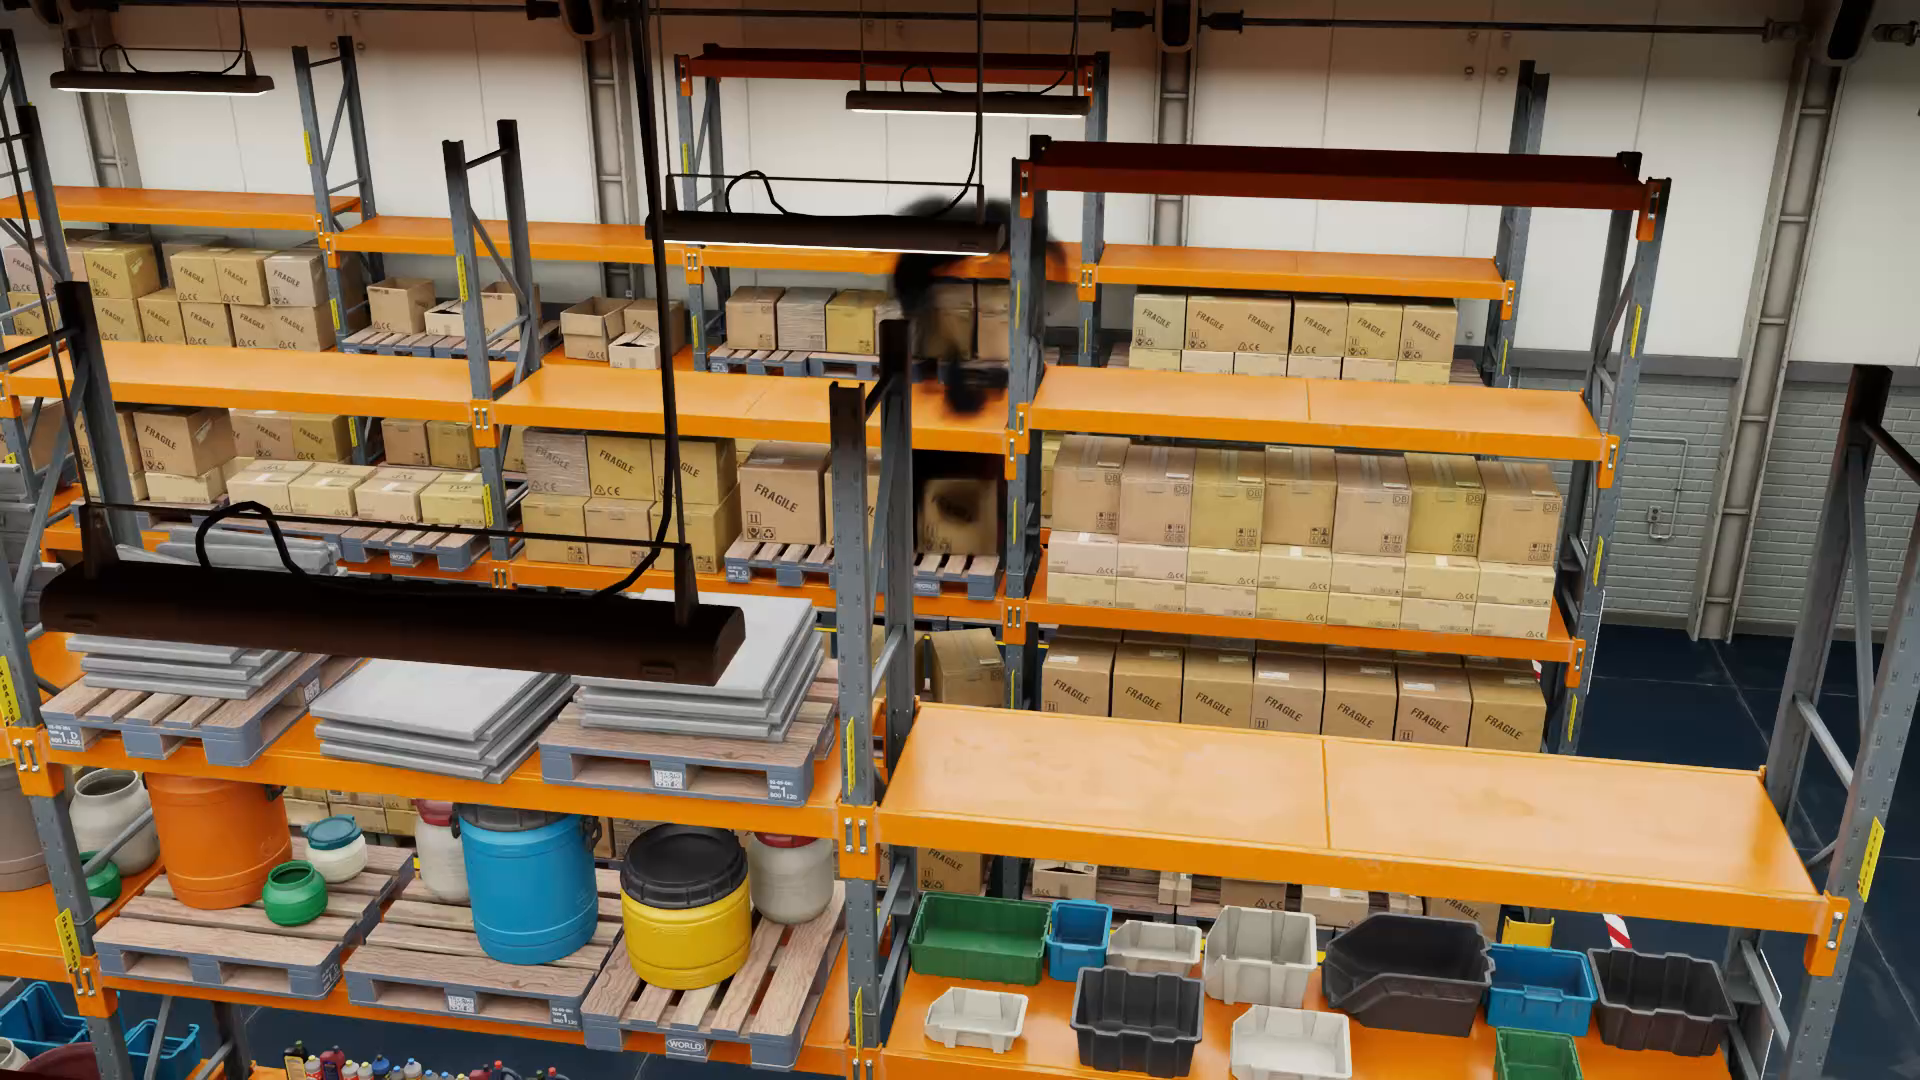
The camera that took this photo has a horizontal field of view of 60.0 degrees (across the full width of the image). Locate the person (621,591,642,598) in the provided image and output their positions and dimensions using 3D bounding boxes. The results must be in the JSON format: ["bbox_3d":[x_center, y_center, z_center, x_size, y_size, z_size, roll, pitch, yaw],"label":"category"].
[{"bbox_3d":[-3.136,0.775,16.509,0.838,1.578,0.735,-5,24,-12],"label":"person"}]
